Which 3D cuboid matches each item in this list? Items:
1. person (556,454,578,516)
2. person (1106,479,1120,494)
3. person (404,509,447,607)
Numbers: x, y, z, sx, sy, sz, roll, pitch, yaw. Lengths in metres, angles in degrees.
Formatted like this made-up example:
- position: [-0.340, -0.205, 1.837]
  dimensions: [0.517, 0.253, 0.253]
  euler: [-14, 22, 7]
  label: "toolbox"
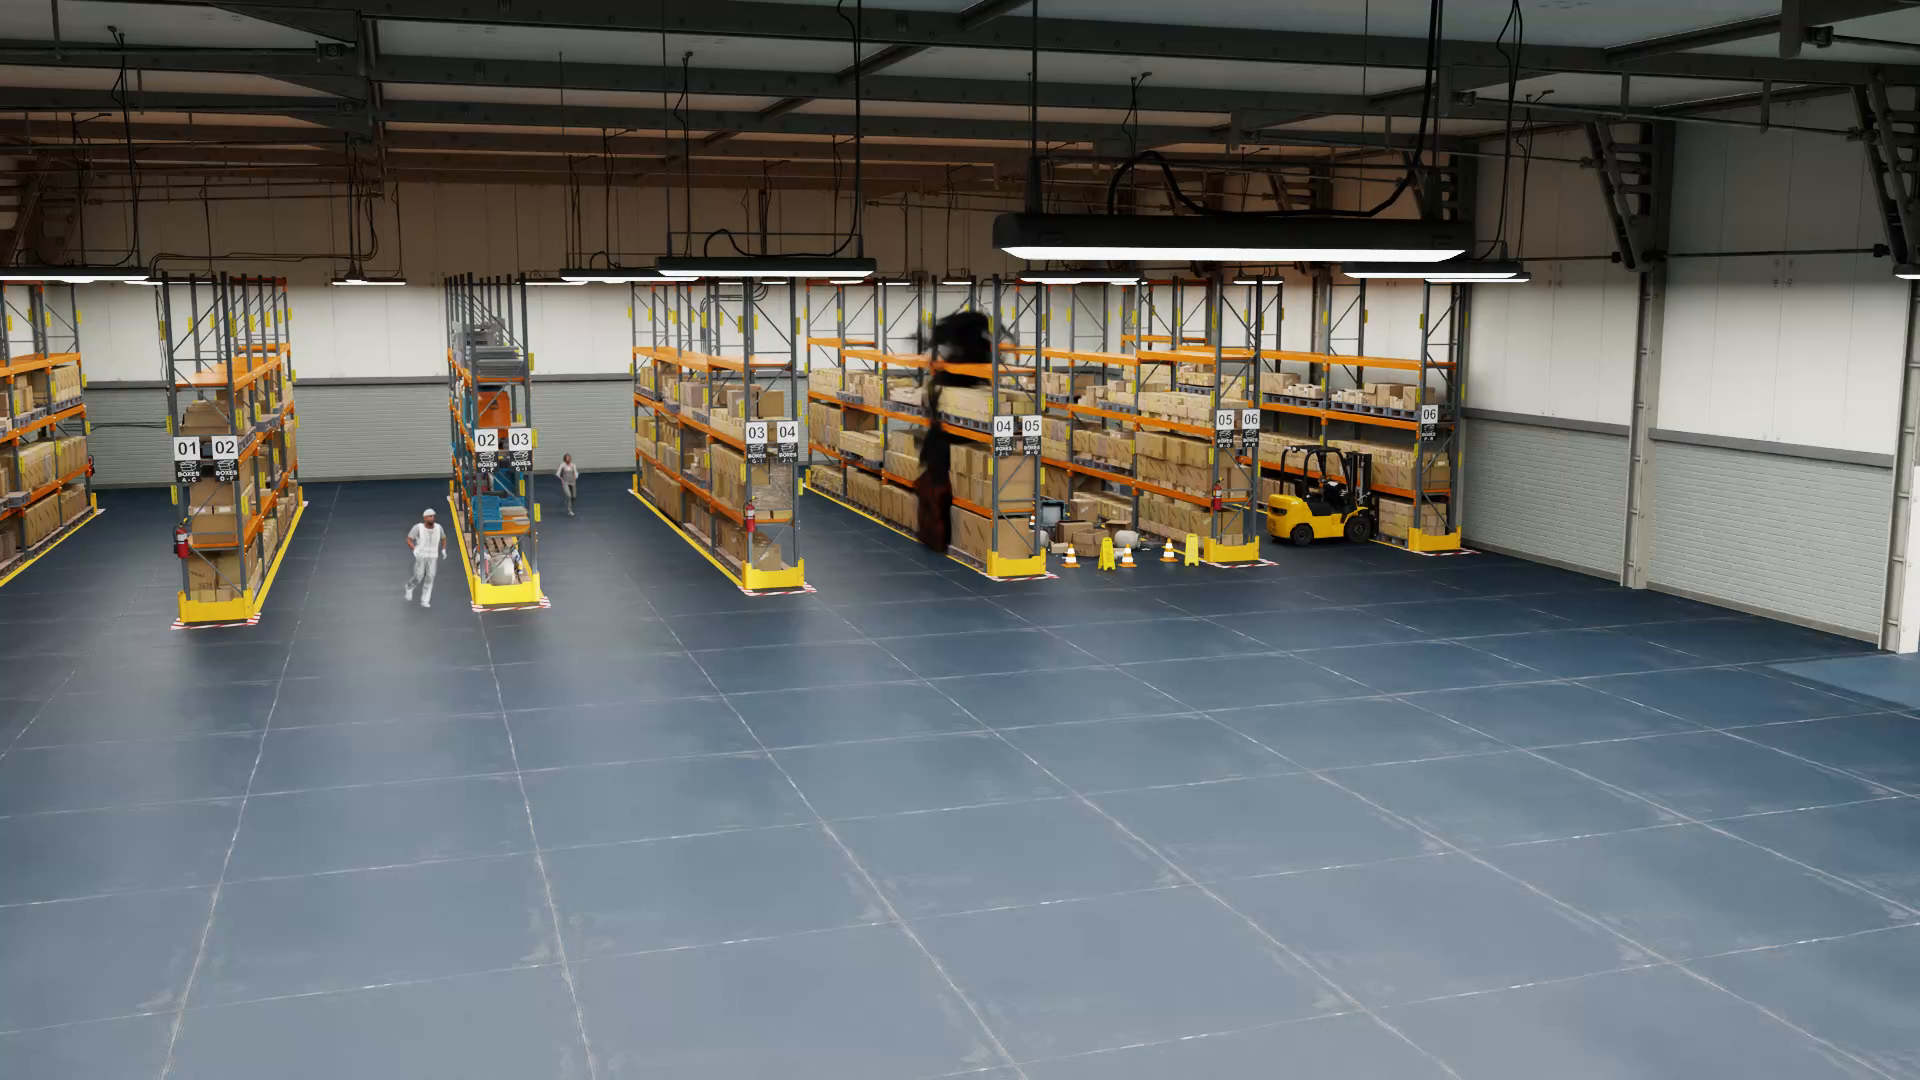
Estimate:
- position: [-9.995, -1.413, 42.303]
  dimensions: [0.509, 1.540, 0.658]
  euler: [-5, 10, -29]
  label: "person"
- position: [4.205, -1.905, 45.391]
  dimensions: [0.628, 1.636, 0.610]
  euler: [-2, 9, -13]
  label: "person"
- position: [-9.703, 0.301, 30.323]
  dimensions: [0.744, 1.748, 0.777]
  euler: [-7, 11, -38]
  label: "person"
